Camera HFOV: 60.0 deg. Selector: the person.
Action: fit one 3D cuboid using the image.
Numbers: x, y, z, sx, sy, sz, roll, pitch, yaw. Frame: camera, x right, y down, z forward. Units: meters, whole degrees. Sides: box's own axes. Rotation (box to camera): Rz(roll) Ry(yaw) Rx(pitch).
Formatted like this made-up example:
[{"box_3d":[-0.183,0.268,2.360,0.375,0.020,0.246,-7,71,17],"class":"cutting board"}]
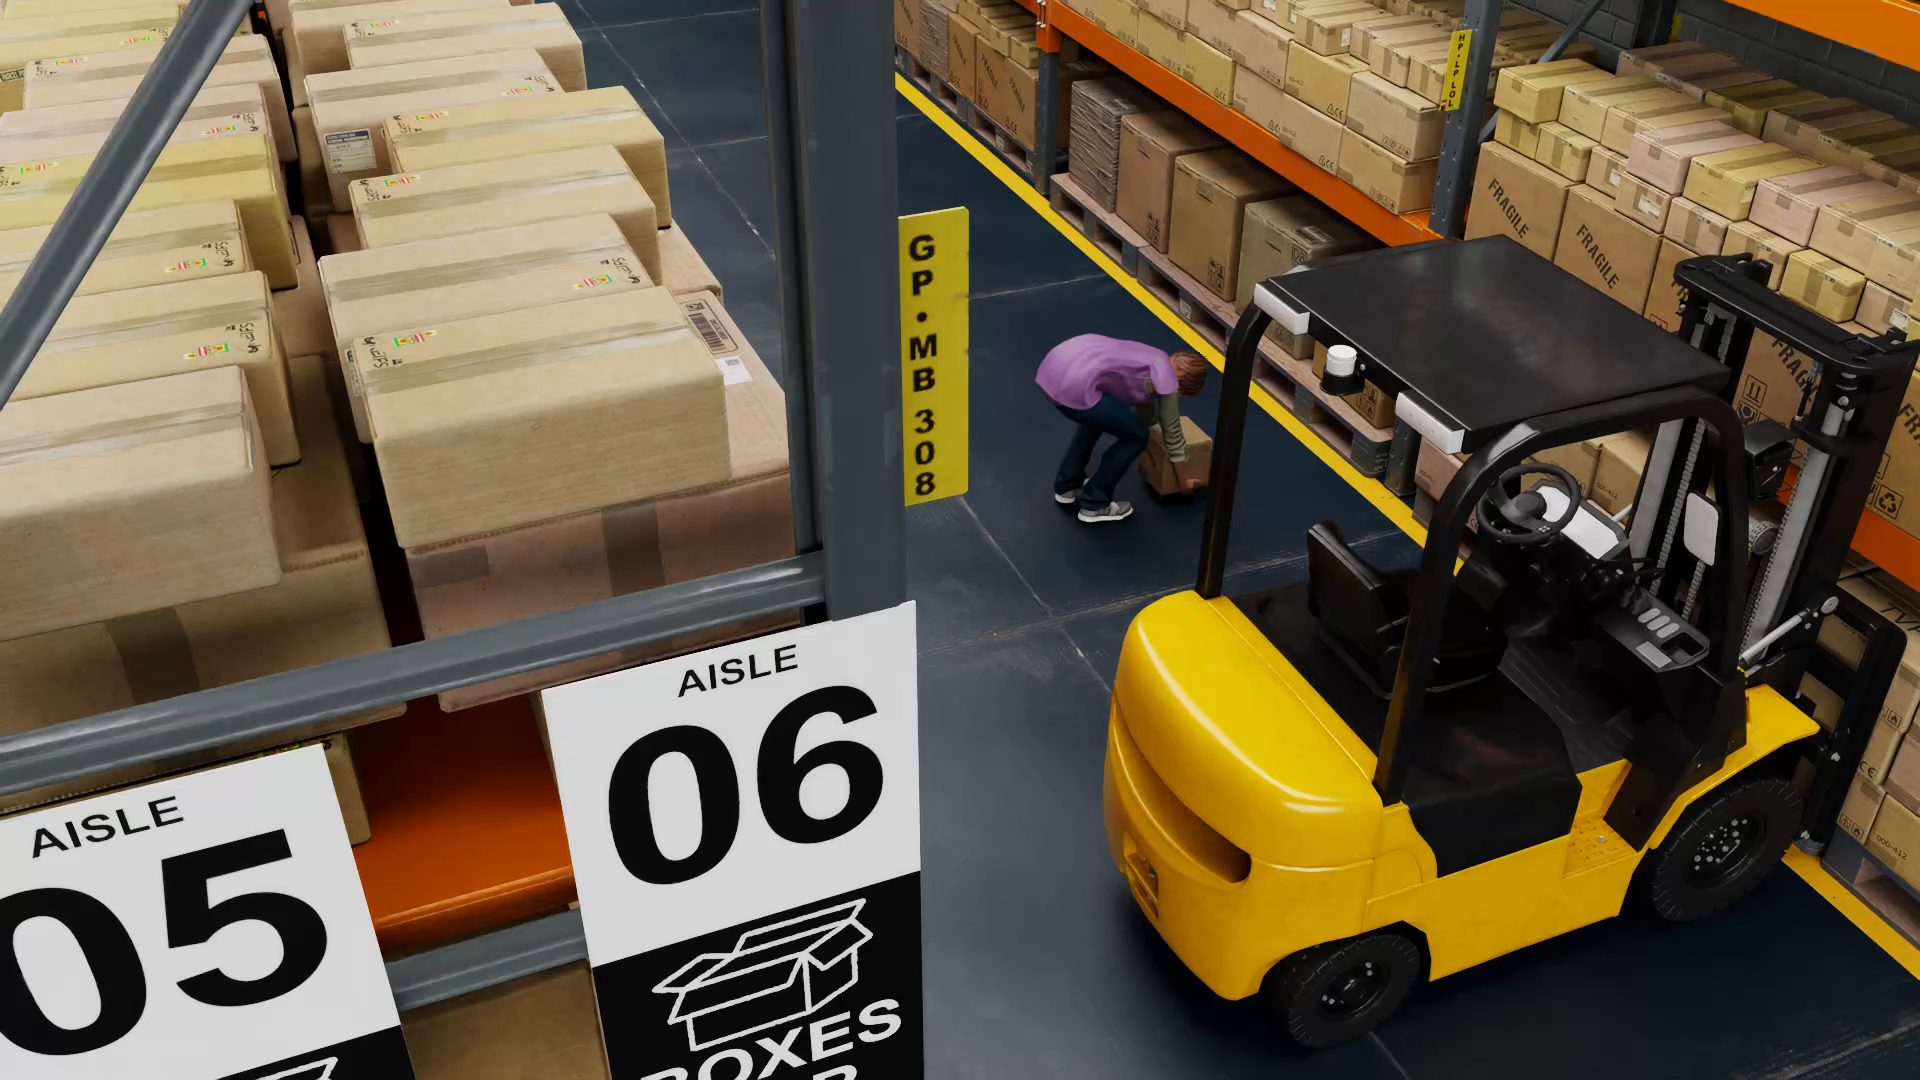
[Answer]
[{"box_3d":[0.741,-0.550,7.604,0.855,0.886,0.419,-15,37,-21],"class":"person"}]
